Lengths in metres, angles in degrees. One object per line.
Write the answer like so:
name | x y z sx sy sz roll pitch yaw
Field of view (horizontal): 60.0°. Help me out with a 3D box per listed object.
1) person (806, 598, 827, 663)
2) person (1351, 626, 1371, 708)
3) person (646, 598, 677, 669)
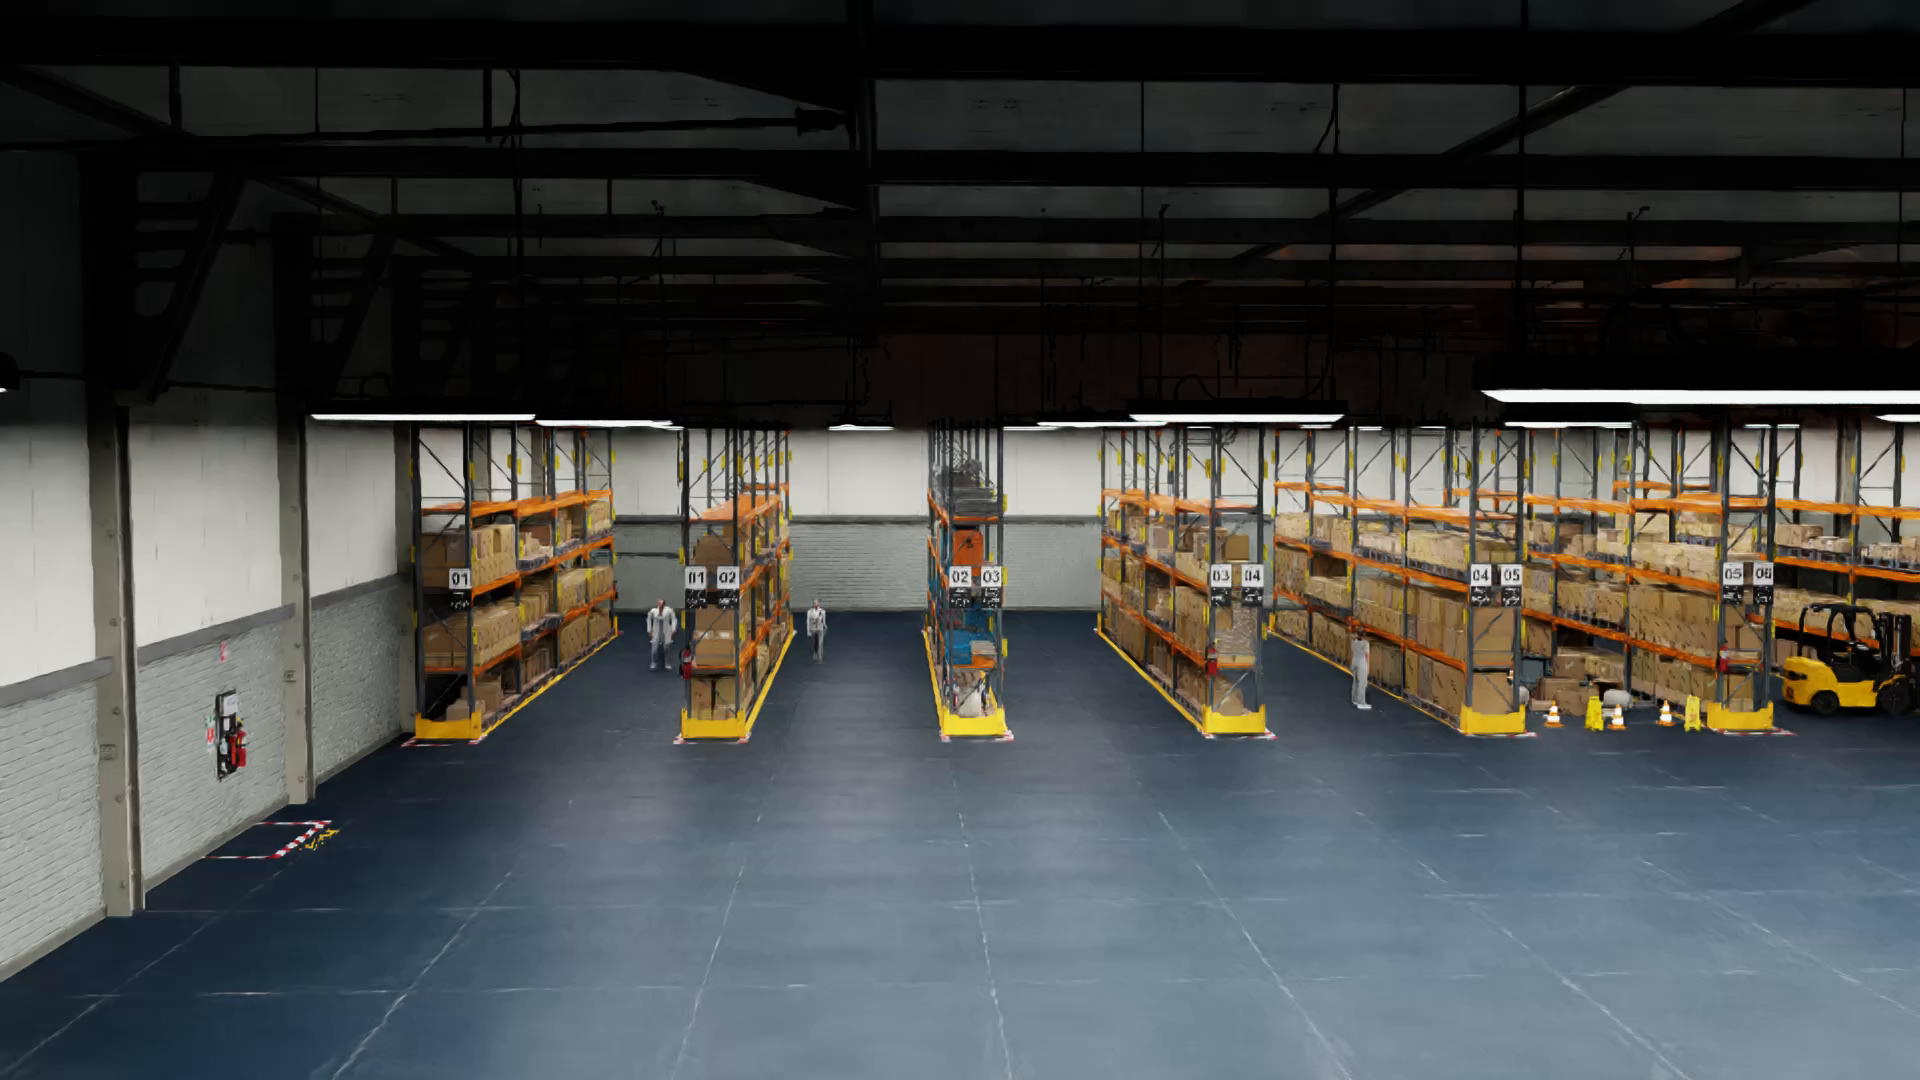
person | -3.571 2.216 41.283 0.495 1.589 1.086 0 4 0
person | 8.325 2.625 34.456 0.440 1.675 0.496 -3 4 -34
person | -7.204 2.245 40.124 0.724 1.733 0.546 0 4 -4
